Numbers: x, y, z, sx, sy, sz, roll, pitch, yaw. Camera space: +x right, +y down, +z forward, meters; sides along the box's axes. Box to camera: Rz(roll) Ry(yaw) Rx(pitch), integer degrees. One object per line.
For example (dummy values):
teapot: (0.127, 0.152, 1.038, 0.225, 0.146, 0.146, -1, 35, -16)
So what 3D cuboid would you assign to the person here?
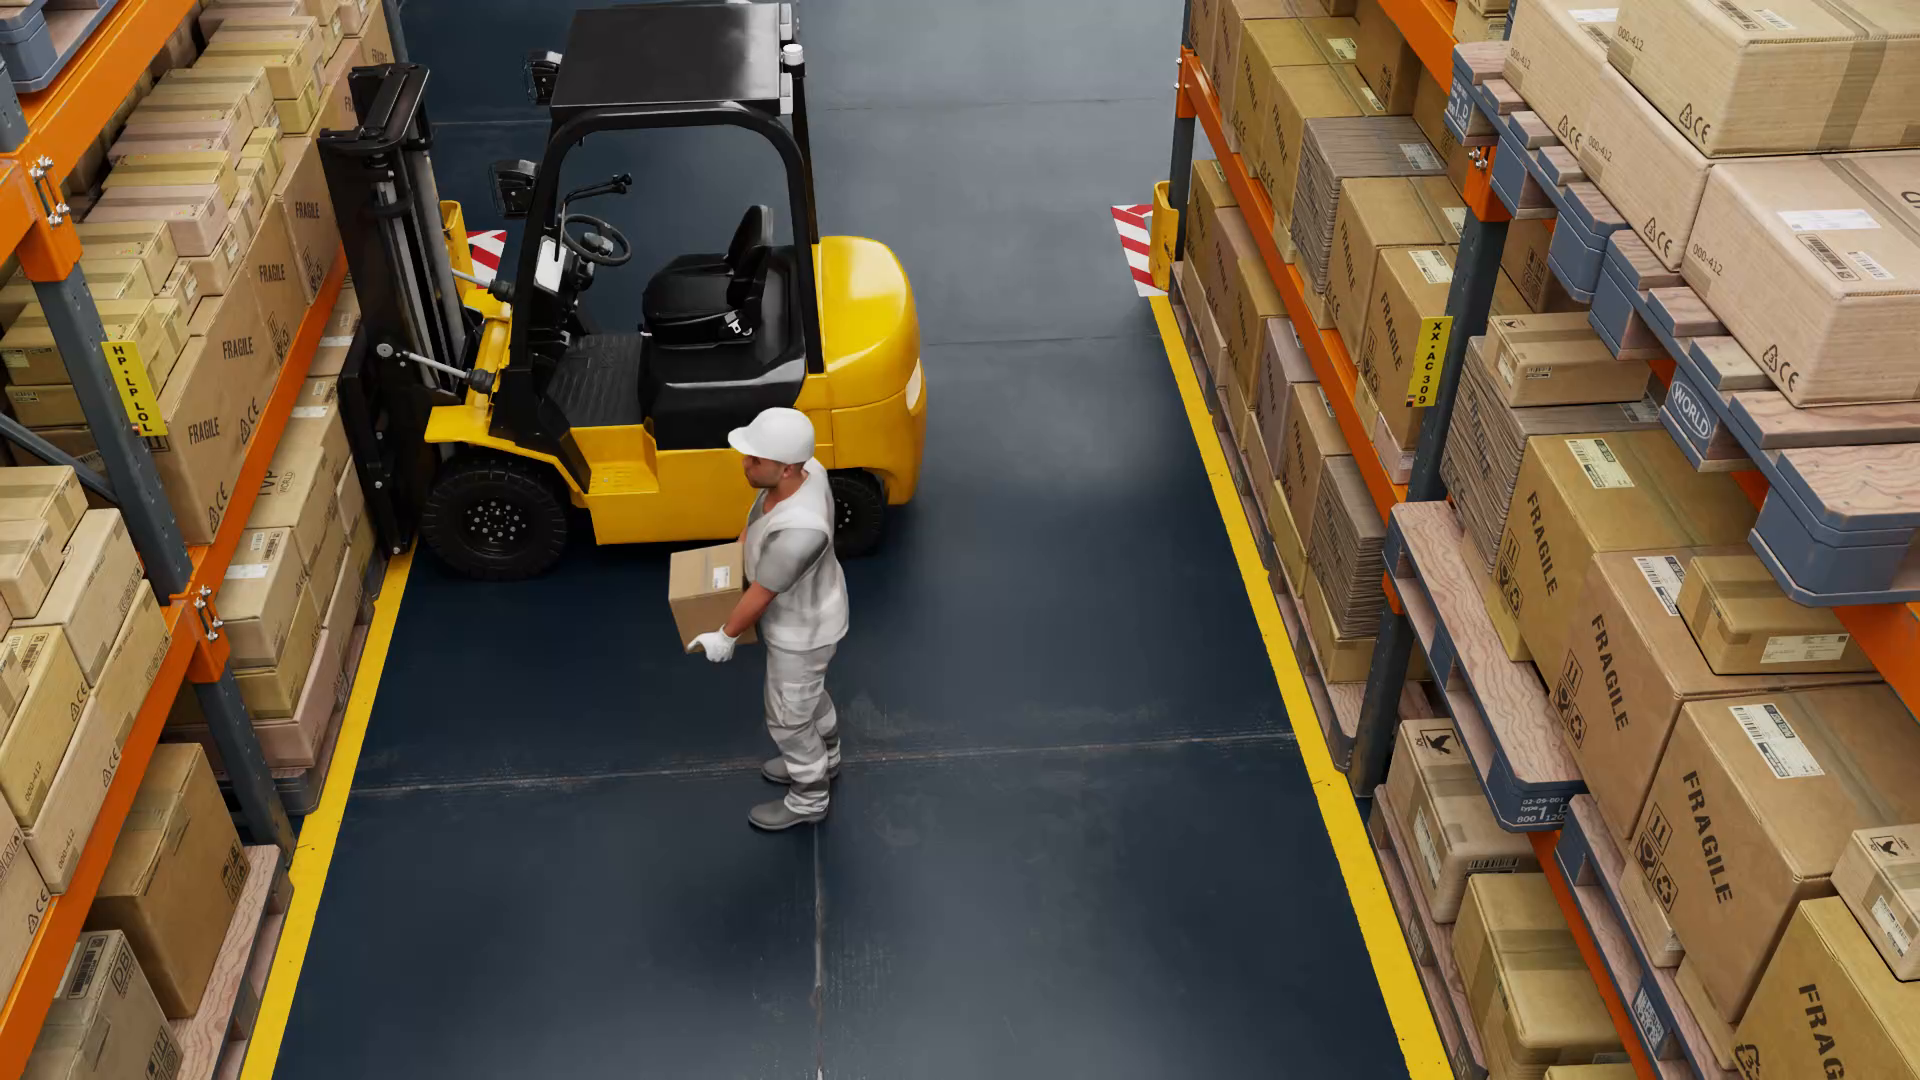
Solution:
person: (-0.660, 0.296, 5.767, 0.556, 1.786, 0.495, -4, 39, -5)
